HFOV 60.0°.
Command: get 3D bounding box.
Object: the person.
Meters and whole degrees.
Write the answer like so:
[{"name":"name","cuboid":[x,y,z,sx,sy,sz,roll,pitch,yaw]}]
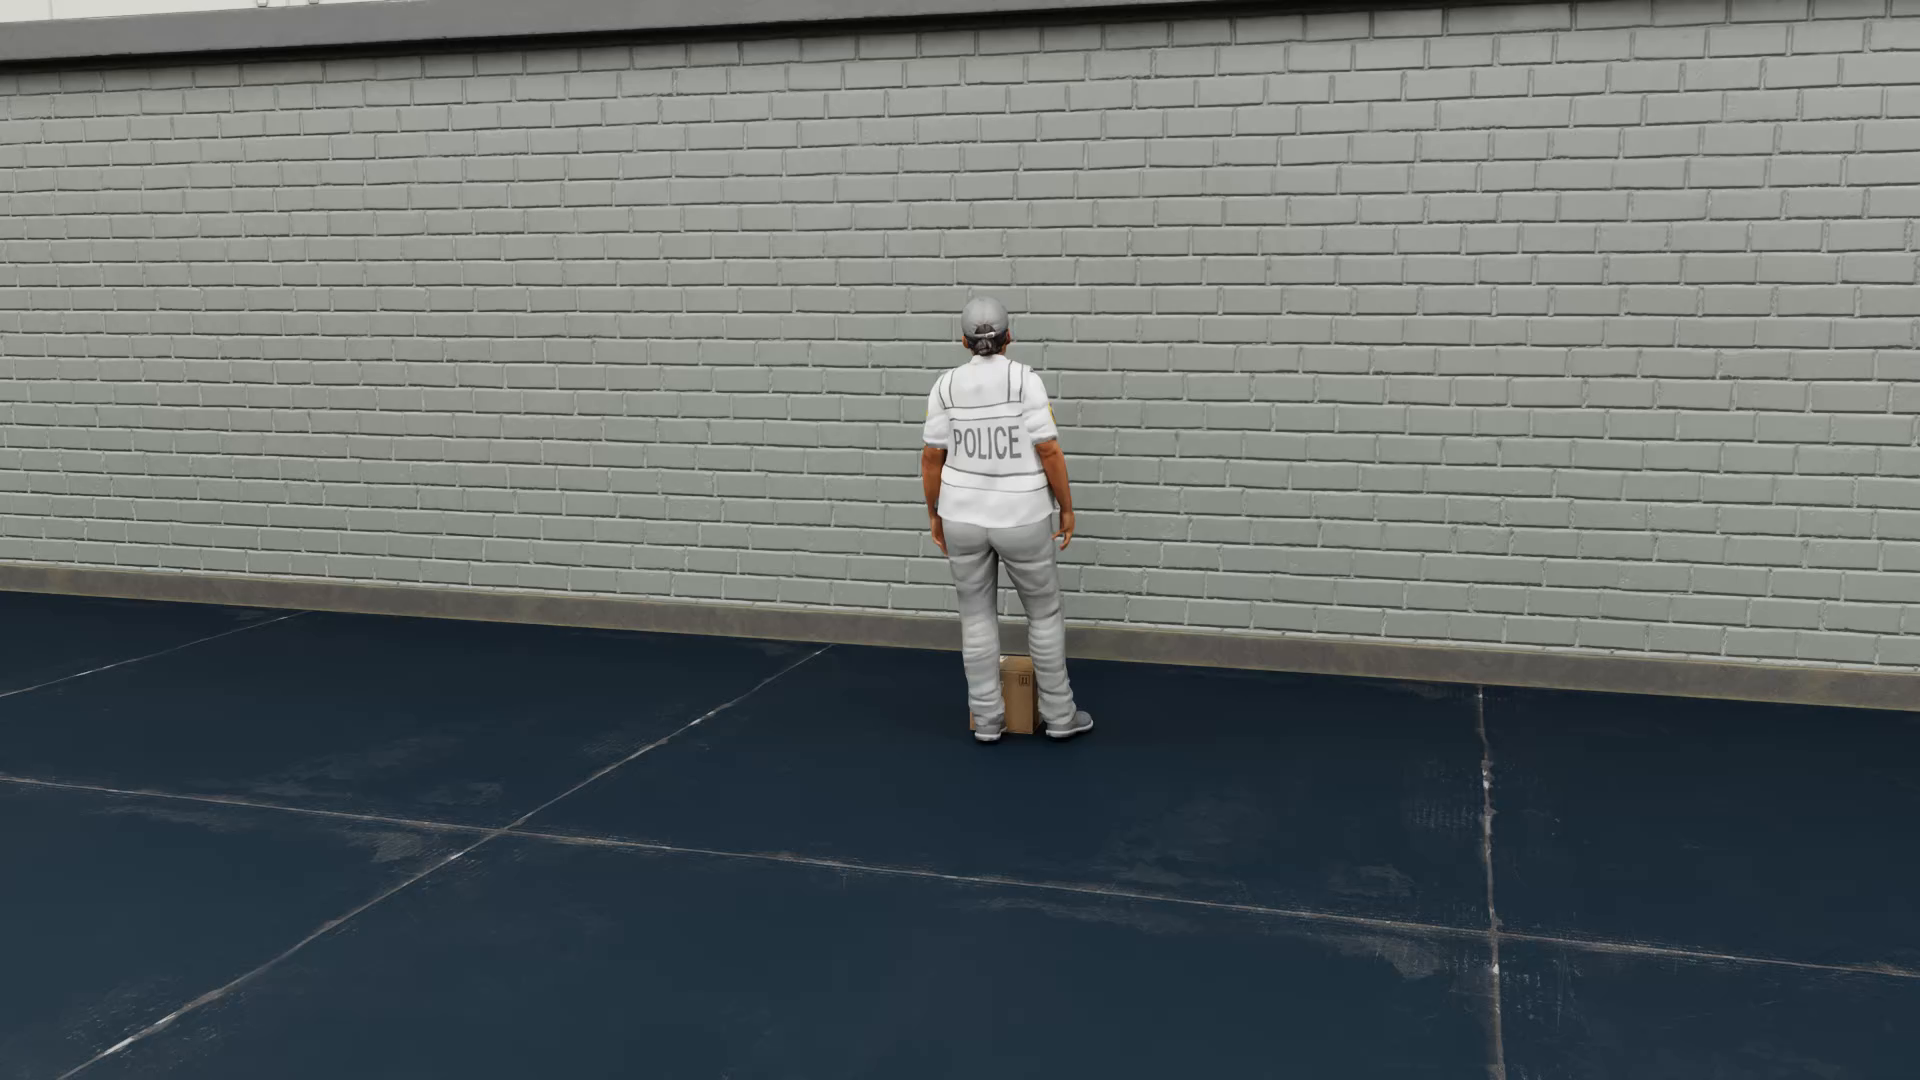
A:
[{"name":"person","cuboid":[0.178,-0.075,6.259,0.599,1.671,0.529,2,9,16]}]
